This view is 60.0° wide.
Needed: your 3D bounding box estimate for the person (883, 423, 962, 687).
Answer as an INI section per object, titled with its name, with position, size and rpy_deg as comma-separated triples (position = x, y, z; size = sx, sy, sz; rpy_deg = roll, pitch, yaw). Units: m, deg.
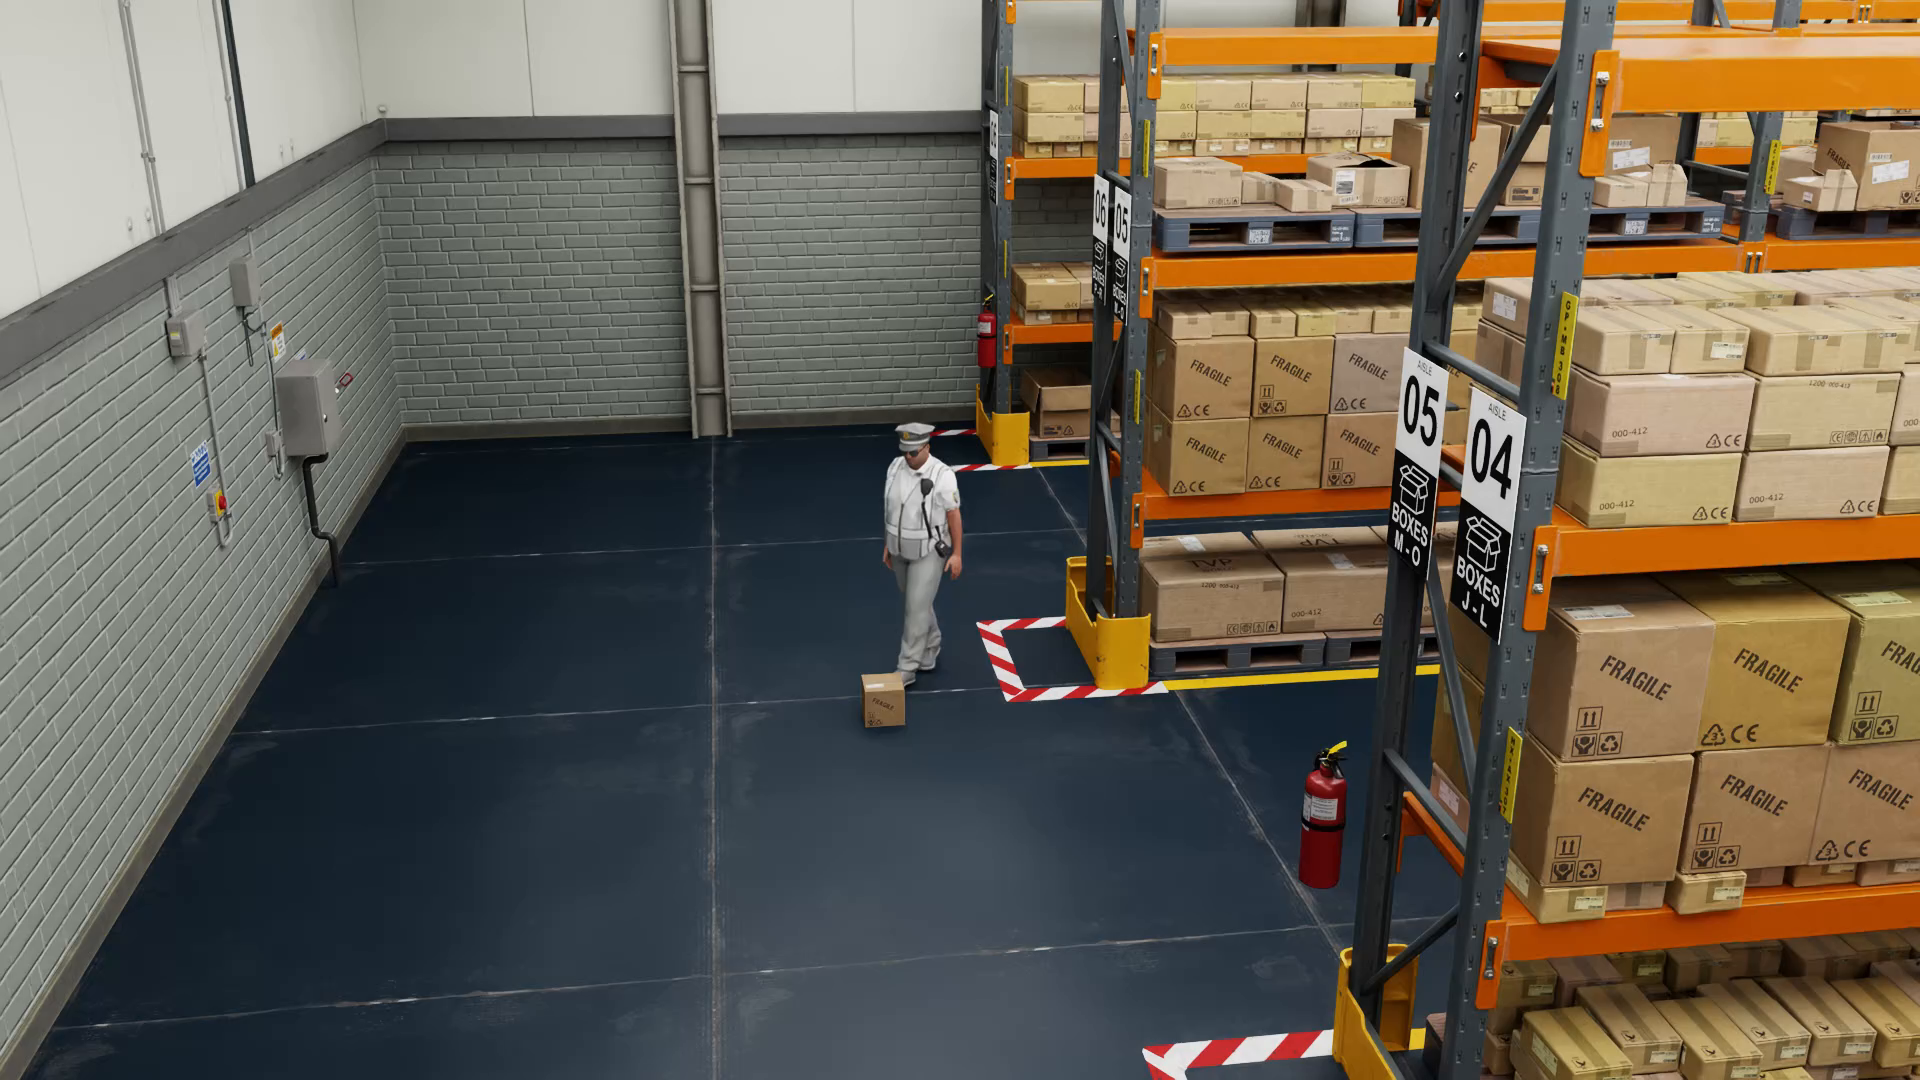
[person]
position = -0.318, 0.090, 10.819
size = 0.550, 1.734, 0.767
rpy_deg = 13, 24, 33
